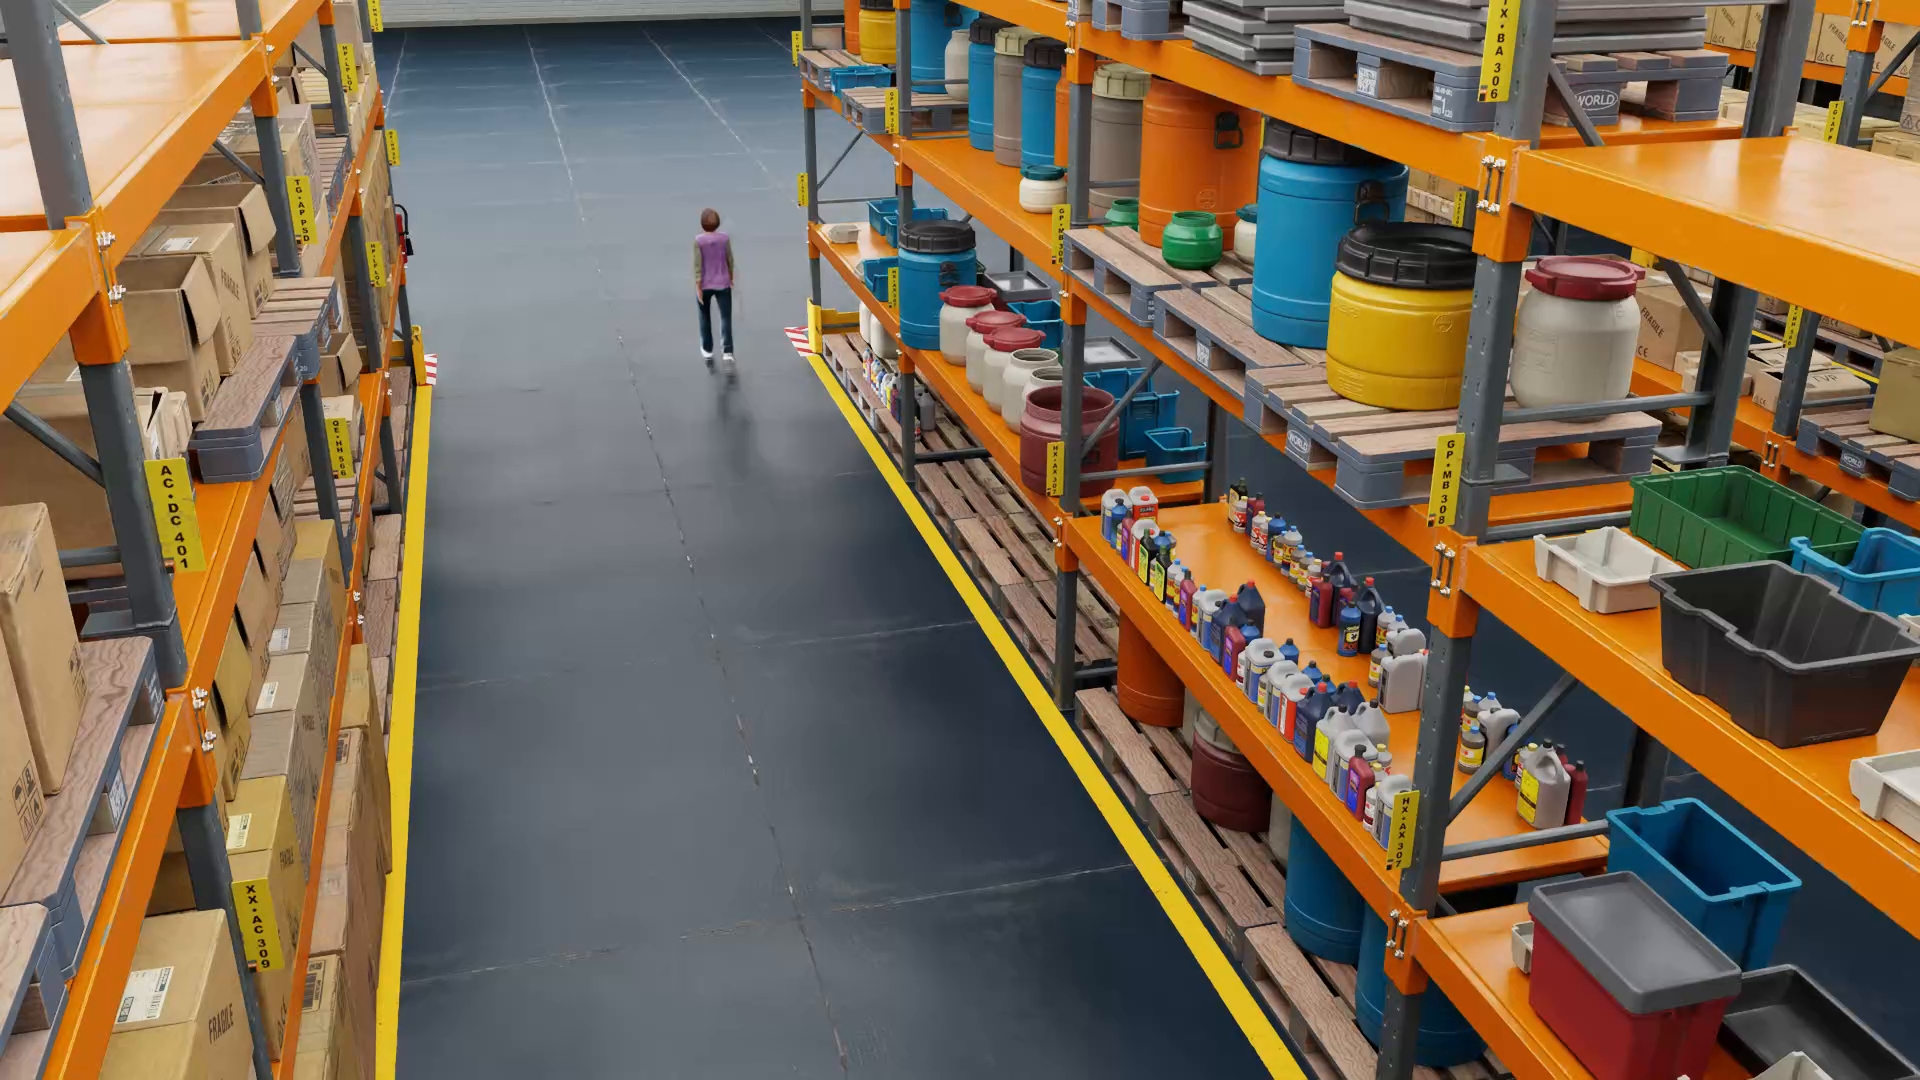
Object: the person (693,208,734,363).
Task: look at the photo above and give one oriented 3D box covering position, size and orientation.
[{"bbox_3d":[-2.430,-2.520,16.478,0.421,1.555,0.874,-6,24,-14],"label":"person"}]
